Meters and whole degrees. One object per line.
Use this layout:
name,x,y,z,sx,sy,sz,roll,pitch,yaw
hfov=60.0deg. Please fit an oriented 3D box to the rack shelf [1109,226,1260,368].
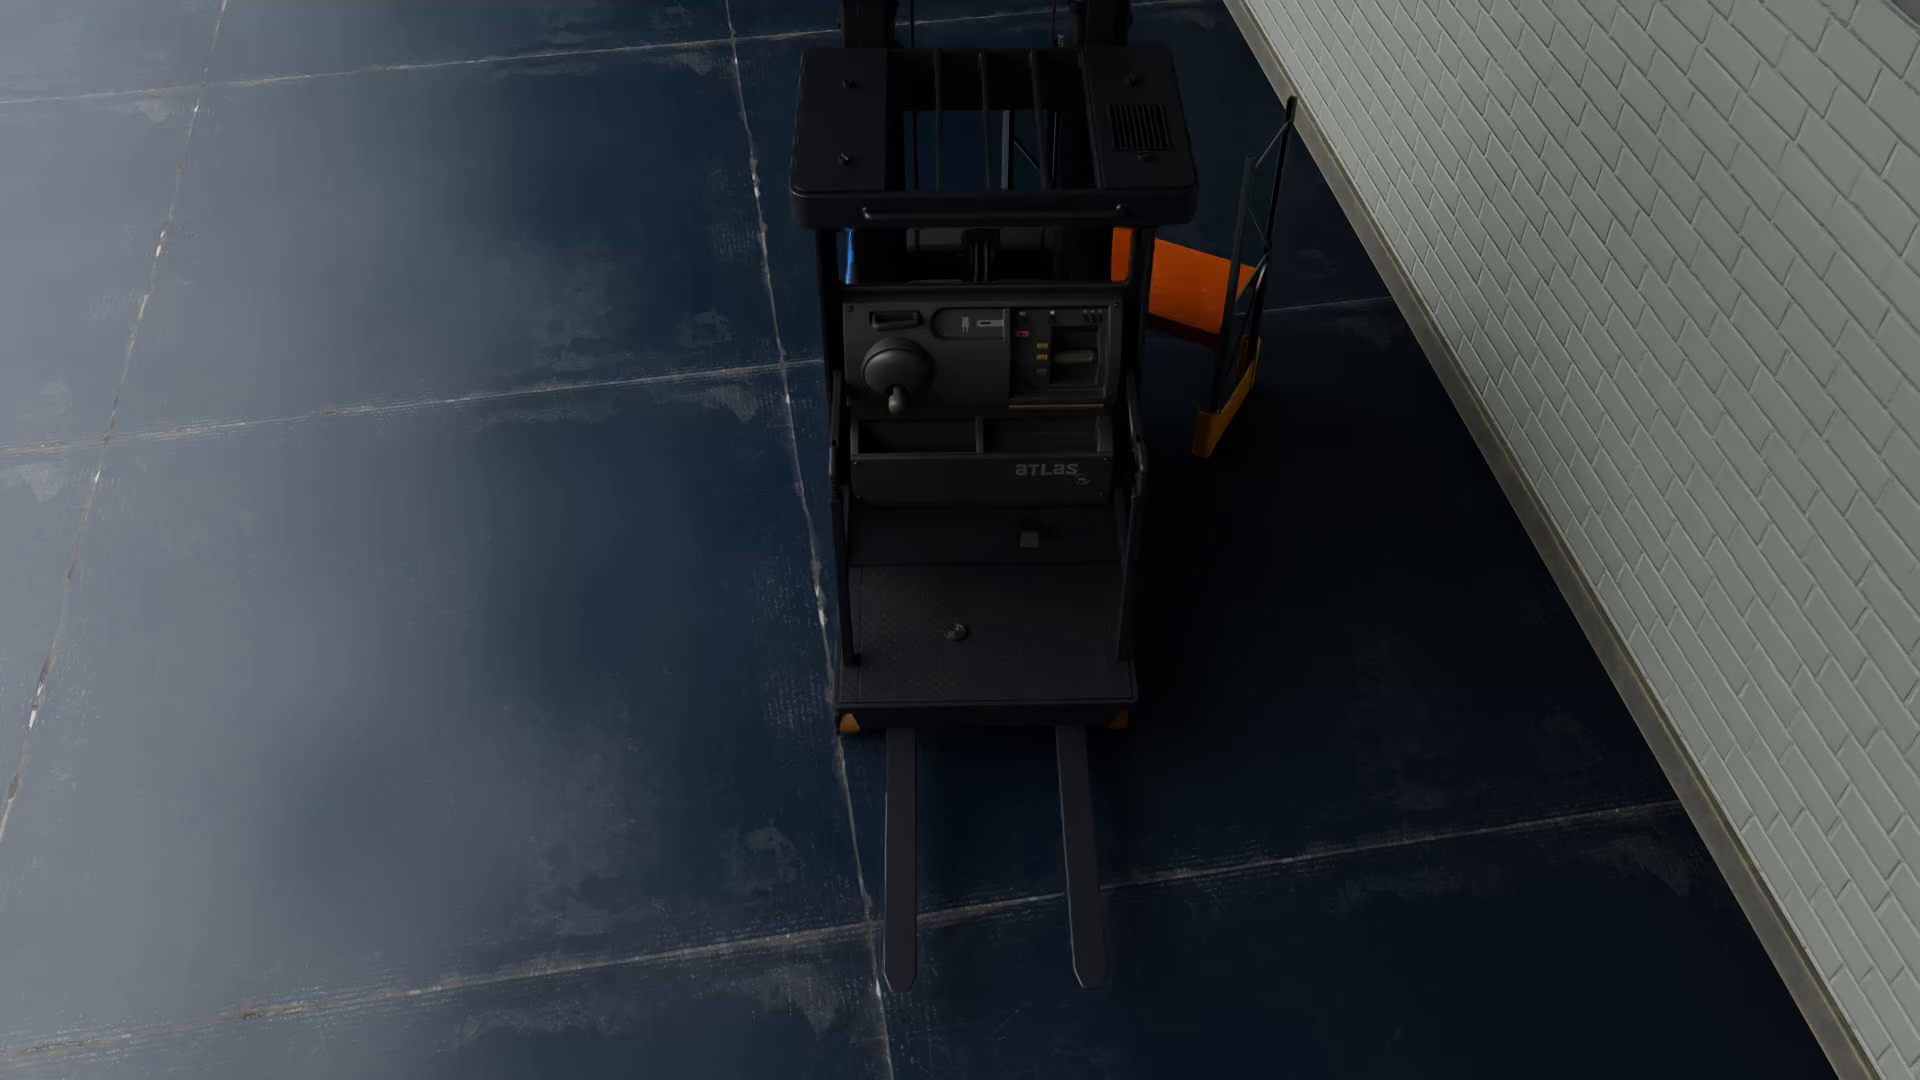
rack shelf,0.751,-1.113,7.224,1.000,0.185,0.538,21,50,19

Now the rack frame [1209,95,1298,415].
rack frame,1.201,-1.068,6.931,0.032,1.500,0.500,21,50,19

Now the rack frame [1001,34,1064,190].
rack frame,0.300,-1.407,7.257,0.032,1.500,0.500,21,50,19

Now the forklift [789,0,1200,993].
forklift,0.084,-0.529,5.417,1.130,2.935,3.031,-1,46,-1

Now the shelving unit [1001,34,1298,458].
shelving unit,0.743,-1.241,7.097,1.083,1.500,0.587,21,50,19

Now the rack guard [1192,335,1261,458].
rack guard,1.184,-0.641,7.387,0.087,0.250,0.587,21,50,19
